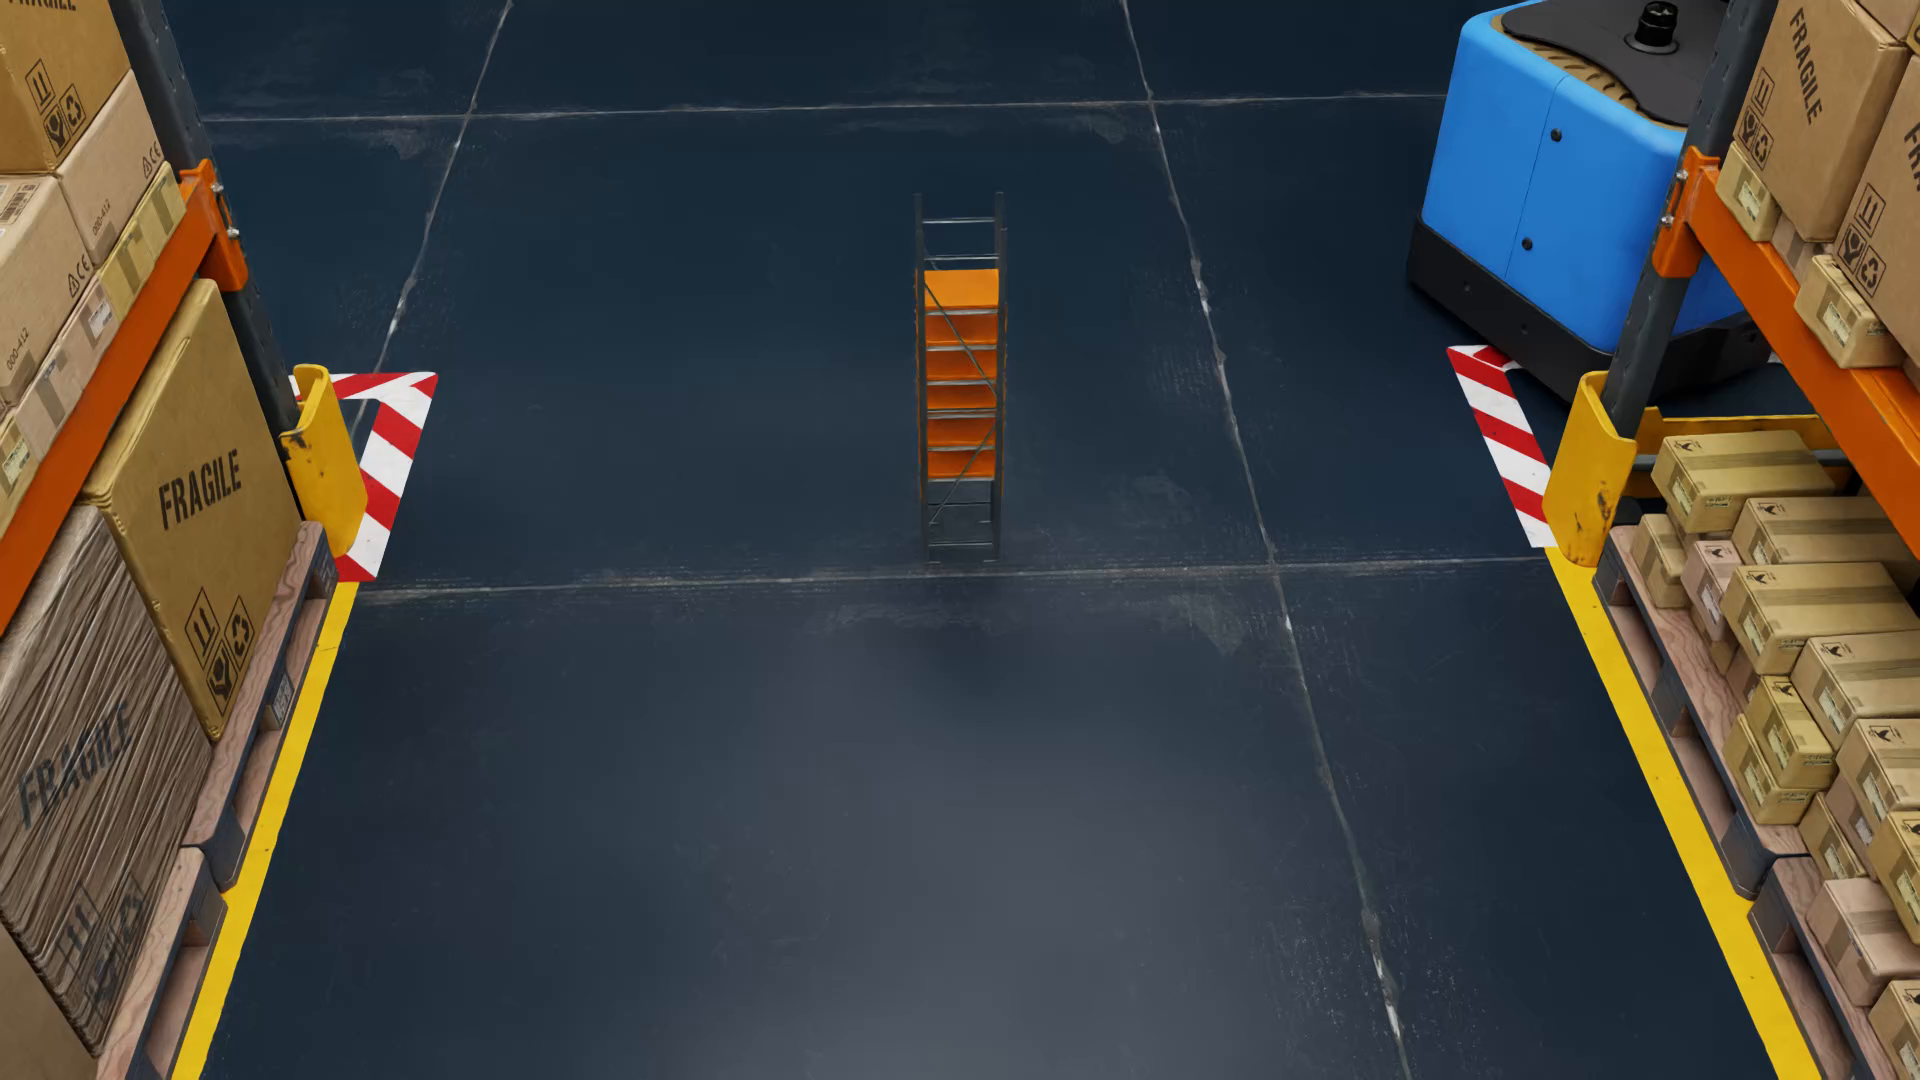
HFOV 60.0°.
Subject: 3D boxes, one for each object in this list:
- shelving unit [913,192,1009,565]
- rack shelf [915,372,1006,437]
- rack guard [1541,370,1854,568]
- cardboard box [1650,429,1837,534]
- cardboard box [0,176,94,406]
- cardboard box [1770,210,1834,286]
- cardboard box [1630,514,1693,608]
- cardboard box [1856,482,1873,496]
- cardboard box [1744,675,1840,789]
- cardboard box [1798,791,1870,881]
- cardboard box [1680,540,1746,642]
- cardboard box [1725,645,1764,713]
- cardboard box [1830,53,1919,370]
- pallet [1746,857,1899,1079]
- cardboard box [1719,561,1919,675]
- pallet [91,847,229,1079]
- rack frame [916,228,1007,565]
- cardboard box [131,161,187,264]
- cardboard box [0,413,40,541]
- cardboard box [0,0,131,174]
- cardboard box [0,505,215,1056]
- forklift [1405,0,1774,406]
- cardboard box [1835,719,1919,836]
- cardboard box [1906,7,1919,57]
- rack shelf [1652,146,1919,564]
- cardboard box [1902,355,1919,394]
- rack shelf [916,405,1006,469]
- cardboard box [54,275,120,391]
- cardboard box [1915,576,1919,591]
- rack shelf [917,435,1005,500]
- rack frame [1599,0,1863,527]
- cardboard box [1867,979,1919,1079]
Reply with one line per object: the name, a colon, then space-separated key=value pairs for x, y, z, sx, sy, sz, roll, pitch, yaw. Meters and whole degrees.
shelving unit: x=0.001 y=-0.433 z=4.834 sx=0.258 sy=1.200 sz=0.189 roll=-2 pitch=43 yaw=-2
rack shelf: x=0.001 y=-0.400 z=4.864 sx=0.258 sy=0.103 sz=0.180 roll=-2 pitch=43 yaw=-2
rack guard: x=2.465 y=-0.230 z=5.131 sx=1.175 sy=0.500 sz=0.348 roll=-2 pitch=43 yaw=-2
cardboard box: x=2.145 y=-0.162 z=4.566 sx=0.380 sy=0.149 sz=0.250 roll=-3 pitch=43 yaw=-4
cardboard box: x=-2.191 y=-0.521 z=3.489 sx=0.500 sy=0.250 sz=0.500 roll=-2 pitch=43 yaw=-3
cardboard box: x=2.200 y=-0.711 z=3.992 sx=0.380 sy=0.149 sz=0.250 roll=0 pitch=43 yaw=0
cardboard box: x=2.164 y=0.056 z=4.768 sx=0.380 sy=0.149 sz=0.250 roll=-1 pitch=43 yaw=-1
cardboard box: x=2.769 y=-0.068 z=4.683 sx=0.380 sy=0.149 sz=0.250 roll=-3 pitch=43 yaw=-3
cardboard box: x=2.184 y=0.470 z=4.096 sx=0.380 sy=0.149 sz=0.250 roll=0 pitch=43 yaw=0
cardboard box: x=2.282 y=0.743 z=4.018 sx=0.380 sy=0.149 sz=0.250 roll=-2 pitch=43 yaw=-2
cardboard box: x=2.183 y=0.131 z=4.466 sx=0.380 sy=0.149 sz=0.250 roll=-2 pitch=43 yaw=-2
cardboard box: x=2.275 y=0.398 z=4.395 sx=0.380 sy=0.149 sz=0.250 roll=-1 pitch=43 yaw=-1
cardboard box: x=2.253 y=-0.677 z=3.475 sx=0.500 sy=0.500 sz=0.500 roll=-2 pitch=43 yaw=-2
pallet: x=2.513 y=1.248 z=3.733 sx=1.003 sy=0.211 sz=1.213 roll=-2 pitch=43 yaw=-2
cardboard box: x=2.159 y=0.194 z=4.177 sx=0.380 sy=0.149 sz=0.250 roll=-2 pitch=43 yaw=-2
pallet: x=-2.337 y=1.259 z=3.721 sx=1.003 sy=0.211 sz=1.213 roll=-2 pitch=43 yaw=-2
rack frame: x=0.005 y=-0.371 z=4.767 sx=0.240 sy=1.200 sz=0.006 roll=-2 pitch=43 yaw=-2
cardboard box: x=-2.154 y=-0.805 z=4.094 sx=0.380 sy=0.149 sz=0.250 roll=-1 pitch=43 yaw=-1
cardboard box: x=-2.109 y=-0.115 z=3.342 sx=0.380 sy=0.149 sz=0.250 roll=-3 pitch=43 yaw=-3
cardboard box: x=-2.215 y=-1.138 z=3.607 sx=0.500 sy=0.500 sz=0.500 roll=-1 pitch=43 yaw=-1
cardboard box: x=-2.352 y=0.544 z=3.698 sx=0.875 sy=0.875 sz=0.875 roll=-2 pitch=43 yaw=-2
forklift: x=3.219 y=-2.216 z=5.498 sx=3.031 sy=2.935 sz=1.130 roll=-19 pitch=46 yaw=-20
cardboard box: x=2.255 y=0.547 z=3.792 sx=0.380 sy=0.149 sz=0.250 roll=0 pitch=43 yaw=0
cardboard box: x=2.244 y=-1.066 z=3.160 sx=0.500 sy=0.500 sz=0.500 roll=-1 pitch=43 yaw=-1
rack shelf: x=2.547 y=0.413 z=3.112 sx=1.077 sy=0.370 sz=4.000 roll=-2 pitch=43 yaw=-2
cardboard box: x=2.306 y=-0.357 z=3.605 sx=0.380 sy=0.149 sz=0.250 roll=0 pitch=43 yaw=0
rack shelf: x=0.001 y=-0.311 z=4.945 sx=0.258 sy=0.103 sz=0.180 roll=-2 pitch=43 yaw=-2
cardboard box: x=-2.131 y=-0.459 z=3.717 sx=0.380 sy=0.149 sz=0.250 roll=-2 pitch=43 yaw=-2
cardboard box: x=2.691 y=-0.004 z=4.394 sx=0.380 sy=0.149 sz=0.250 roll=-1 pitch=43 yaw=-1
rack shelf: x=0.001 y=-0.223 z=5.026 sx=0.258 sy=0.103 sz=0.180 roll=-2 pitch=43 yaw=-2
rack frame: x=2.462 y=-1.203 z=4.342 sx=1.000 sy=3.000 sz=0.127 roll=-2 pitch=43 yaw=-2
cardboard box: x=2.243 y=1.100 z=3.629 sx=0.380 sy=0.149 sz=0.250 roll=-2 pitch=43 yaw=-2
